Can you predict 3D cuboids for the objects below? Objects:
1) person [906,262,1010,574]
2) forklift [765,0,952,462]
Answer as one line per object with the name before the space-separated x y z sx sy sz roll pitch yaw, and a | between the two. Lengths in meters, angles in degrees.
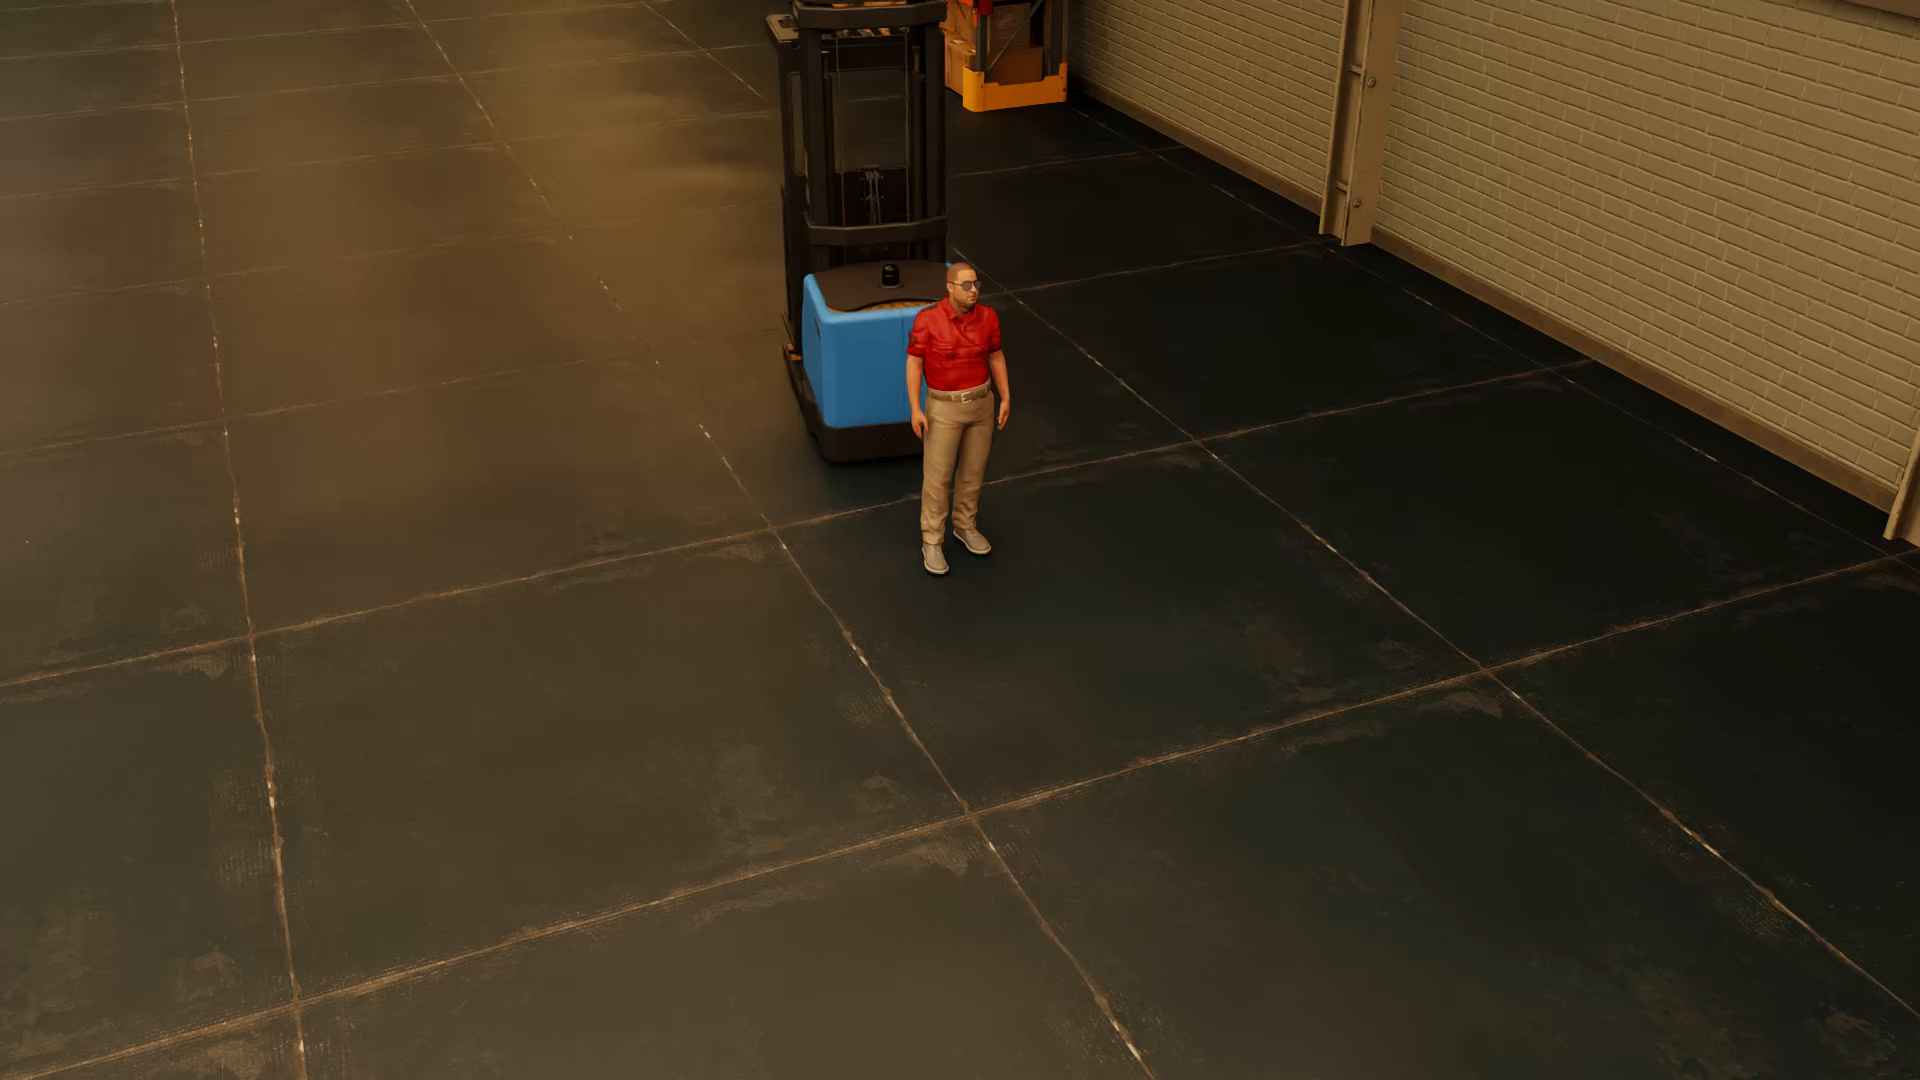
person | 0.026 -0.714 9.564 0.641 1.727 0.550 -12 32 -20
forklift | -0.694 -2.498 11.489 1.130 2.935 3.031 -6 30 -11
